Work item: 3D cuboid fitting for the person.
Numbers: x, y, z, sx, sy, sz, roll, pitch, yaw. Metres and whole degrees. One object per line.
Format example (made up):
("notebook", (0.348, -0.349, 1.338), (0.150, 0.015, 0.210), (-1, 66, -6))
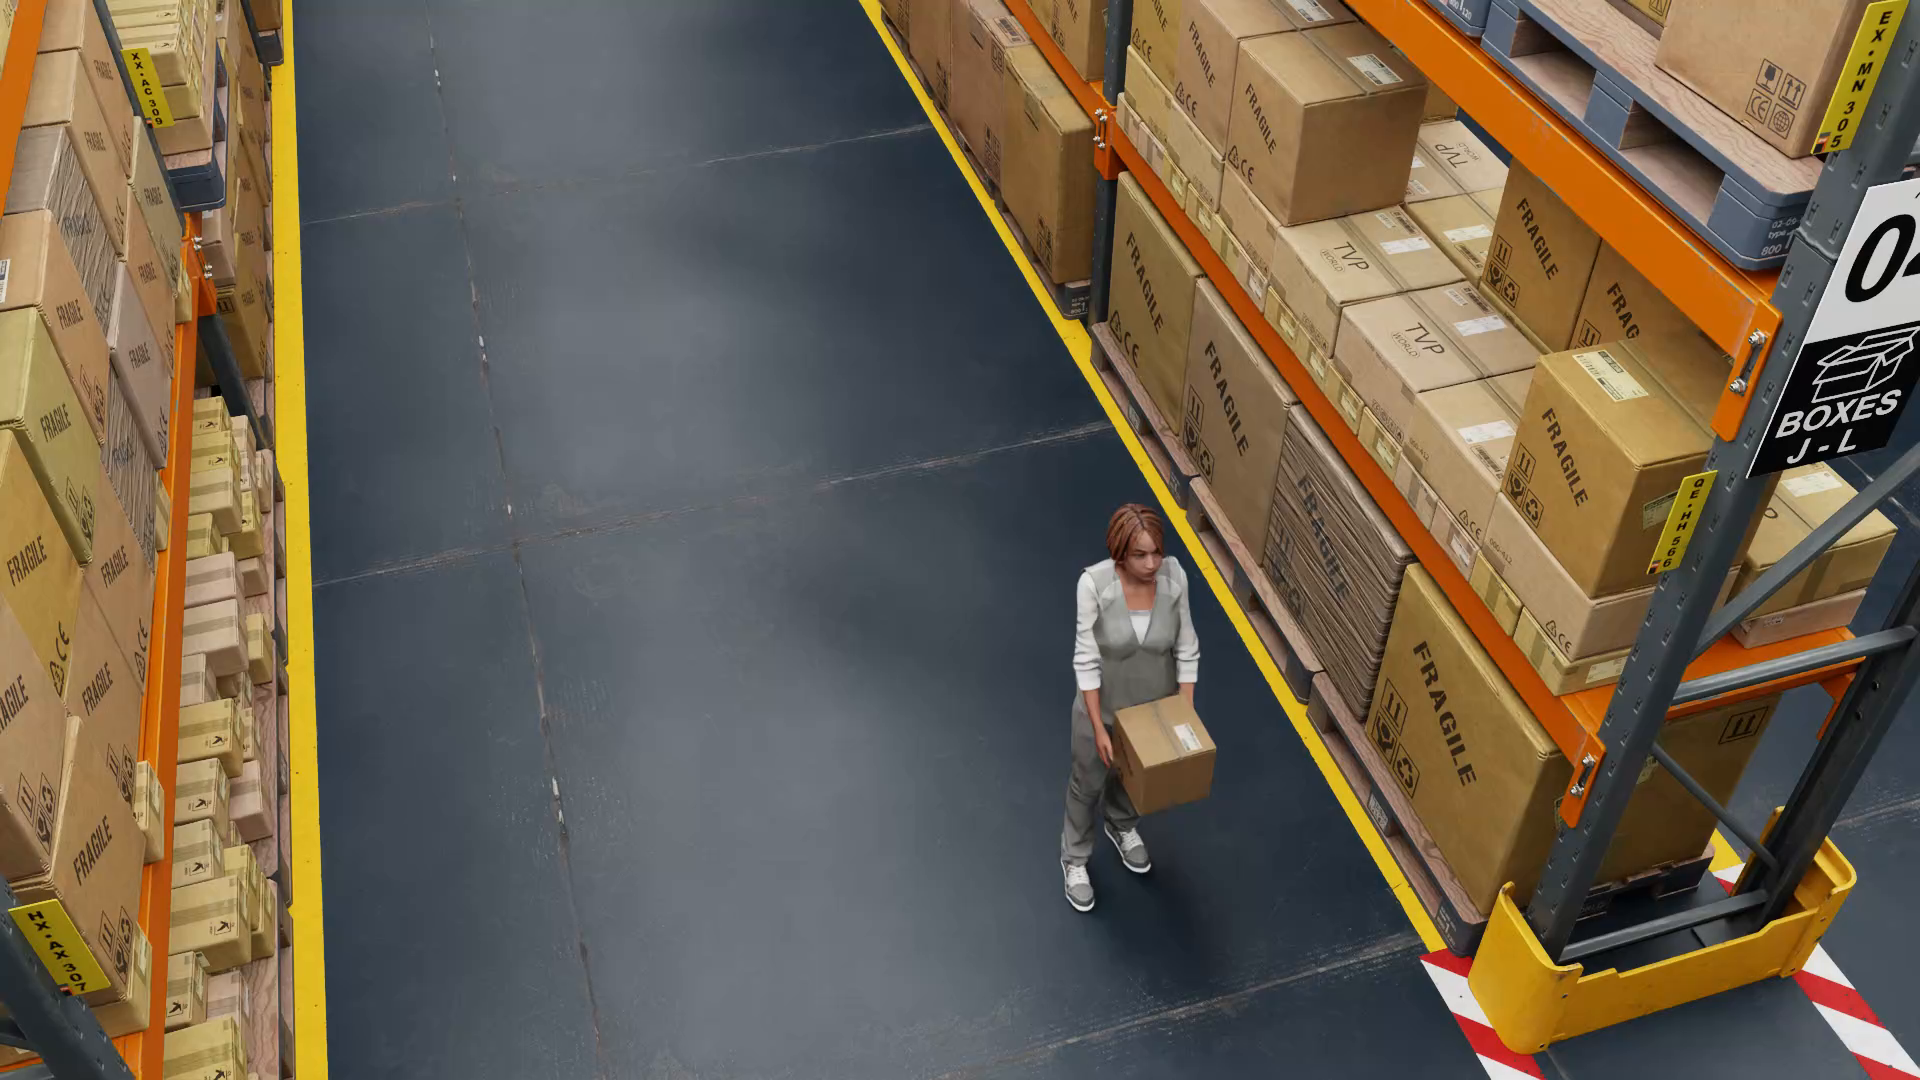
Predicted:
("person", (0.566, 0.575, 5.544), (0.451, 1.595, 0.432), (-10, 44, -10))
